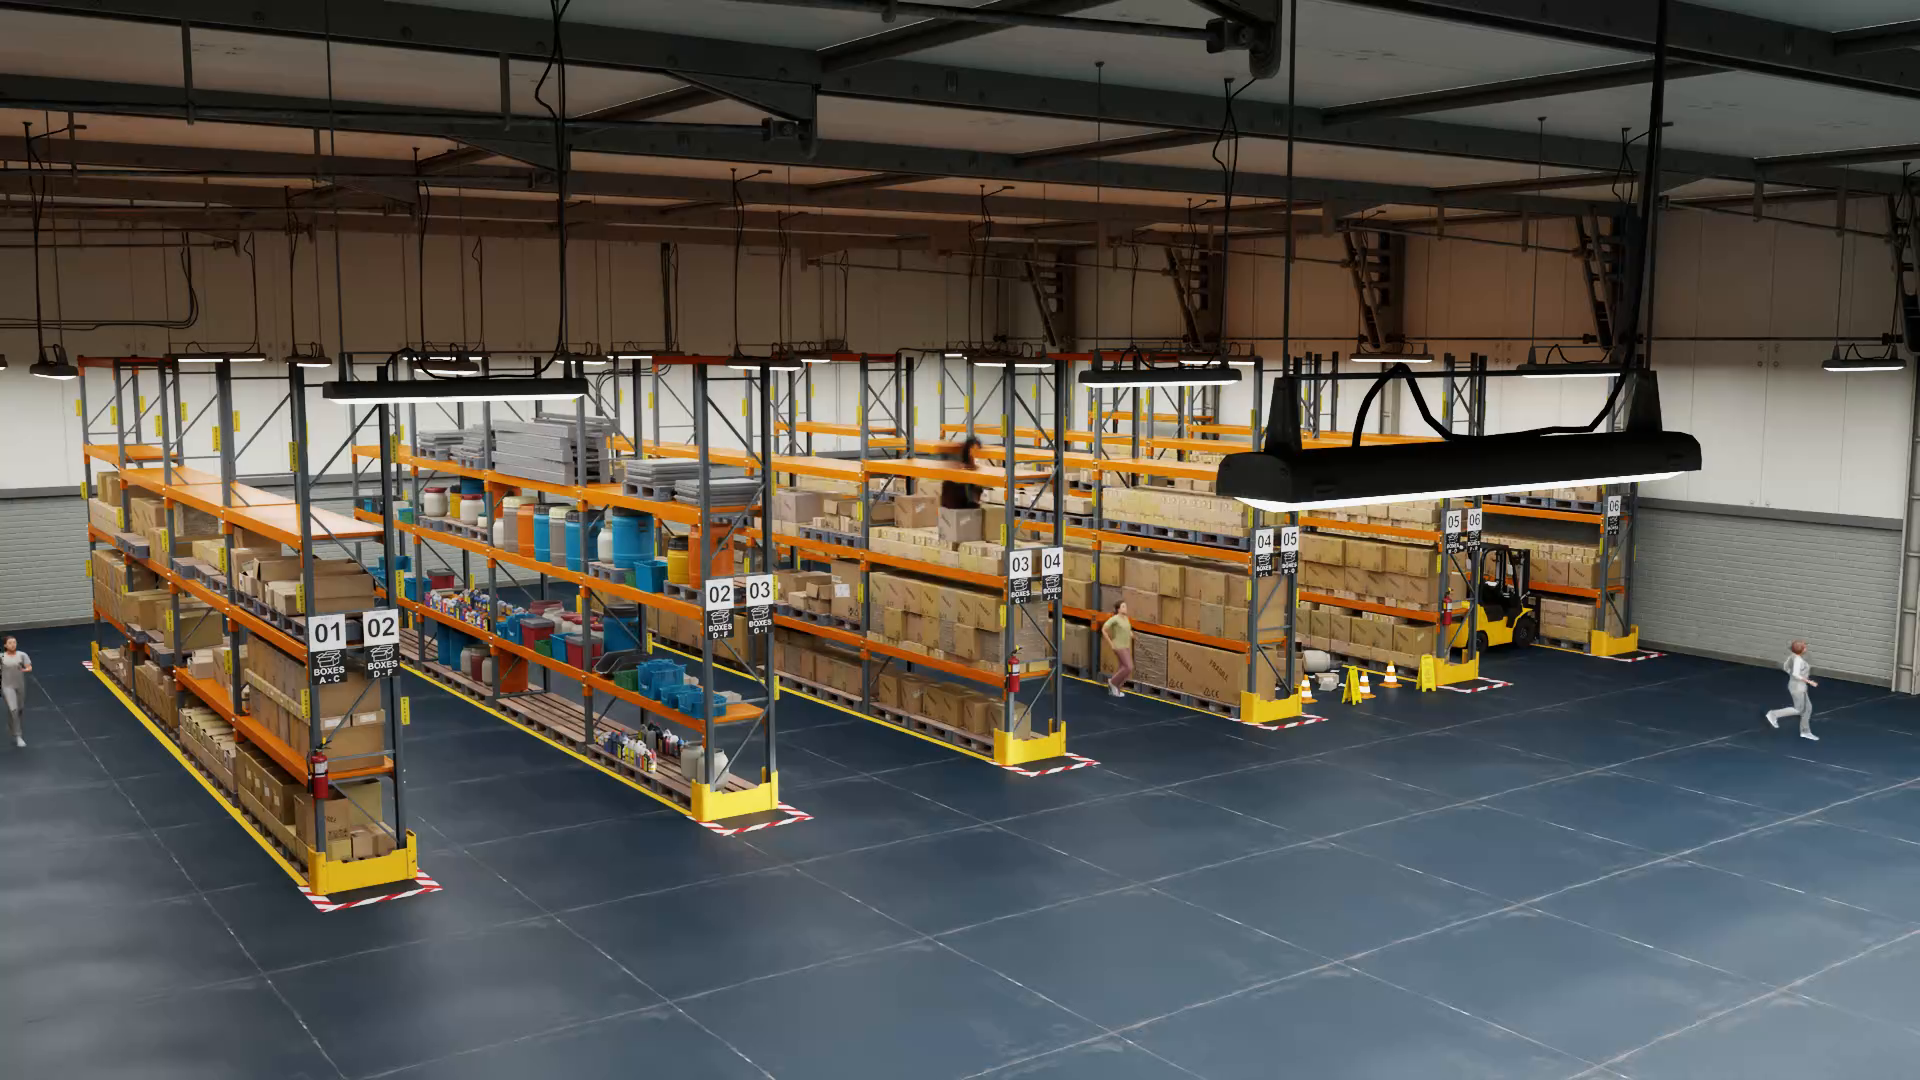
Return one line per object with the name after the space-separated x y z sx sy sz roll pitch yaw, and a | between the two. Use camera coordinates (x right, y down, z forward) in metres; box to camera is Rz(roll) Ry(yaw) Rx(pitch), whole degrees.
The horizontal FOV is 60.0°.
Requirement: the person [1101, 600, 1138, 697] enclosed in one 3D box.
2.744 1.835 28.008 0.549 1.651 0.566 6 9 40 | person

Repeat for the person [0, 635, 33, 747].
-14.833 2.329 26.046 0.904 1.693 0.550 6 9 40 | person

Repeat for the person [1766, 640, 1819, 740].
13.240 2.372 26.388 0.786 1.586 0.549 3 7 21 | person
